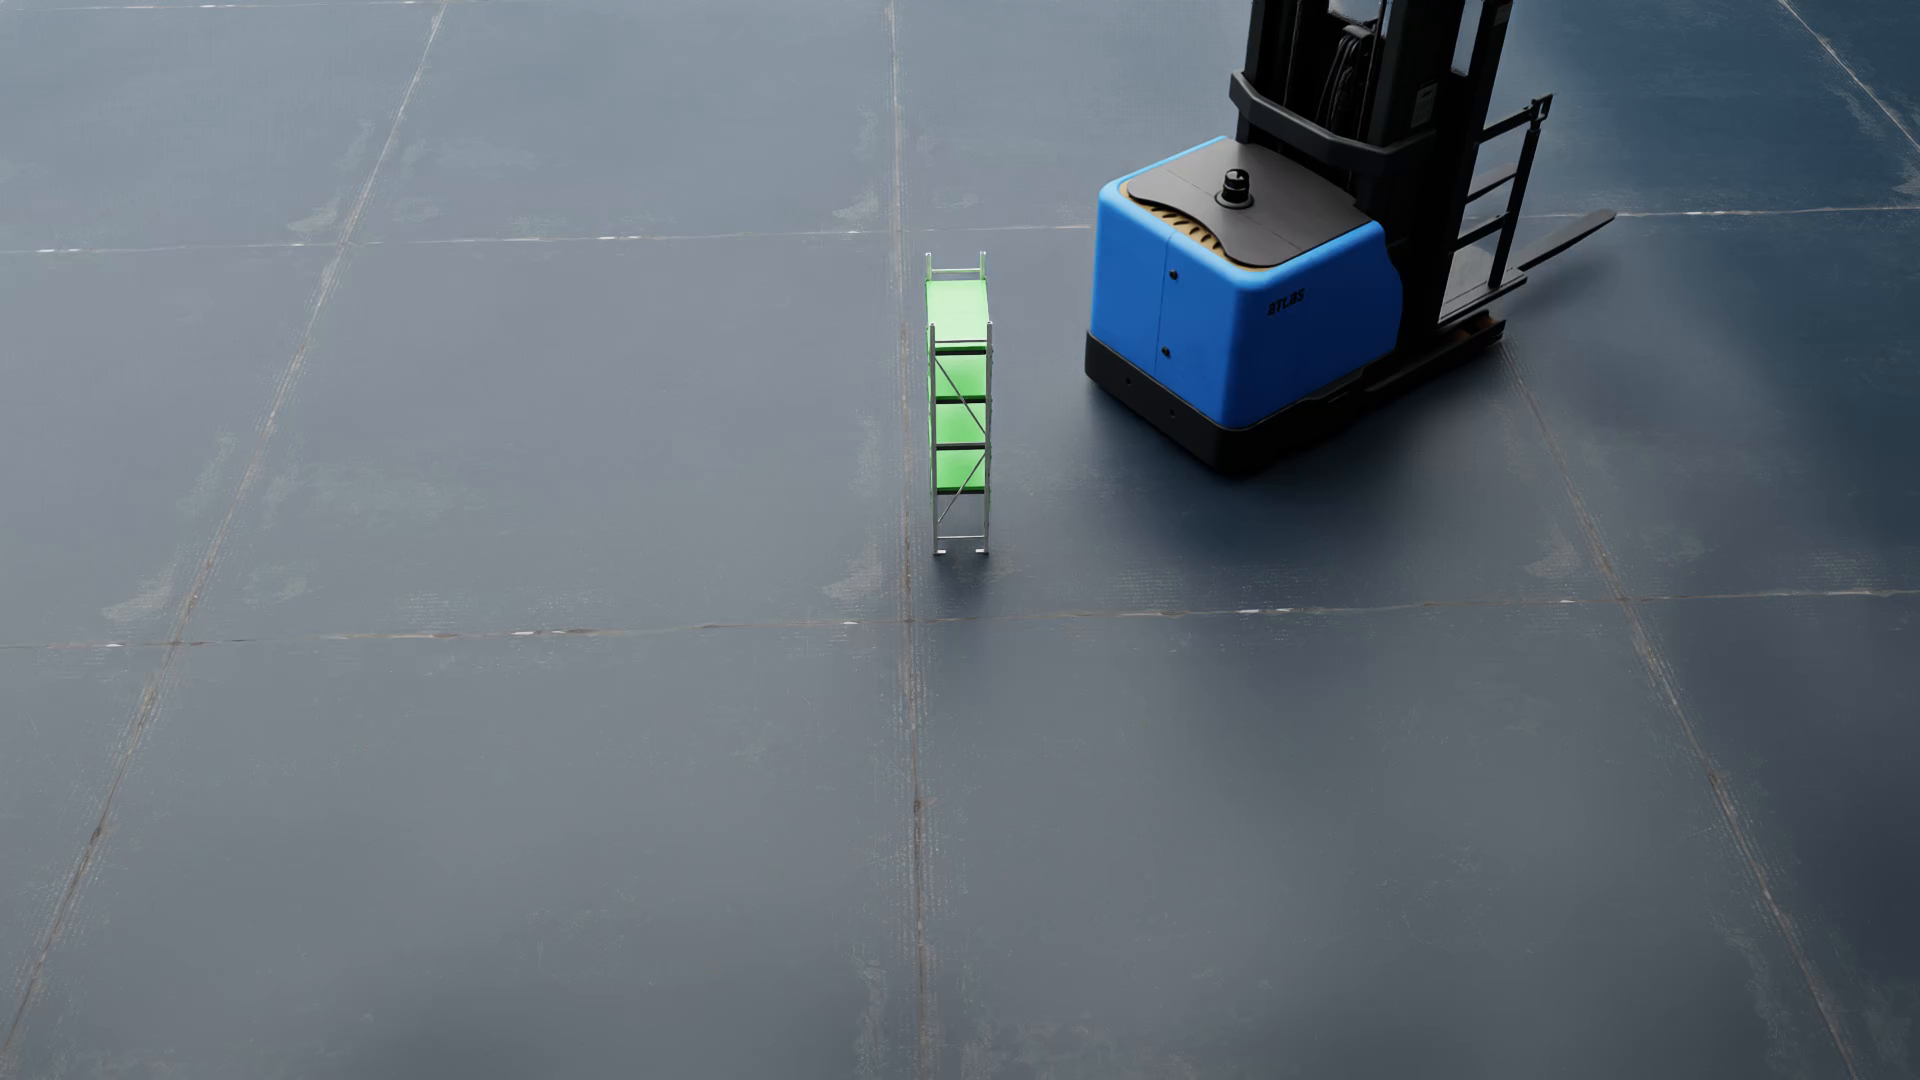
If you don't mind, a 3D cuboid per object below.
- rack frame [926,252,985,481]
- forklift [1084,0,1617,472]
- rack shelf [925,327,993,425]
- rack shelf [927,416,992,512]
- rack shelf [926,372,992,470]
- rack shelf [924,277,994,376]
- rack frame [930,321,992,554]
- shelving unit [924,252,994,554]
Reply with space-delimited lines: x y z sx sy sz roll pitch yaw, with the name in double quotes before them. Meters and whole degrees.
"rack frame" -0.017 -0.719 7.146 0.240 1.200 0.015 -2 43 -2
"forklift" 2.079 -2.206 7.487 3.031 2.935 1.130 -27 49 -27
"rack shelf" -0.007 -0.684 6.847 0.258 0.148 0.480 -2 43 -2
"rack shelf" -0.007 -0.330 7.172 0.258 0.148 0.480 -2 43 -2
"rack shelf" -0.007 -0.507 7.010 0.258 0.148 0.480 -2 43 -2
"rack shelf" -0.007 -0.861 6.685 0.258 0.148 0.480 -2 43 -2
"rack frame" 0.003 -0.389 6.787 0.240 1.200 0.015 -2 43 -2
"shelving unit" -0.007 -0.554 6.966 0.258 1.200 0.503 -2 43 -2
